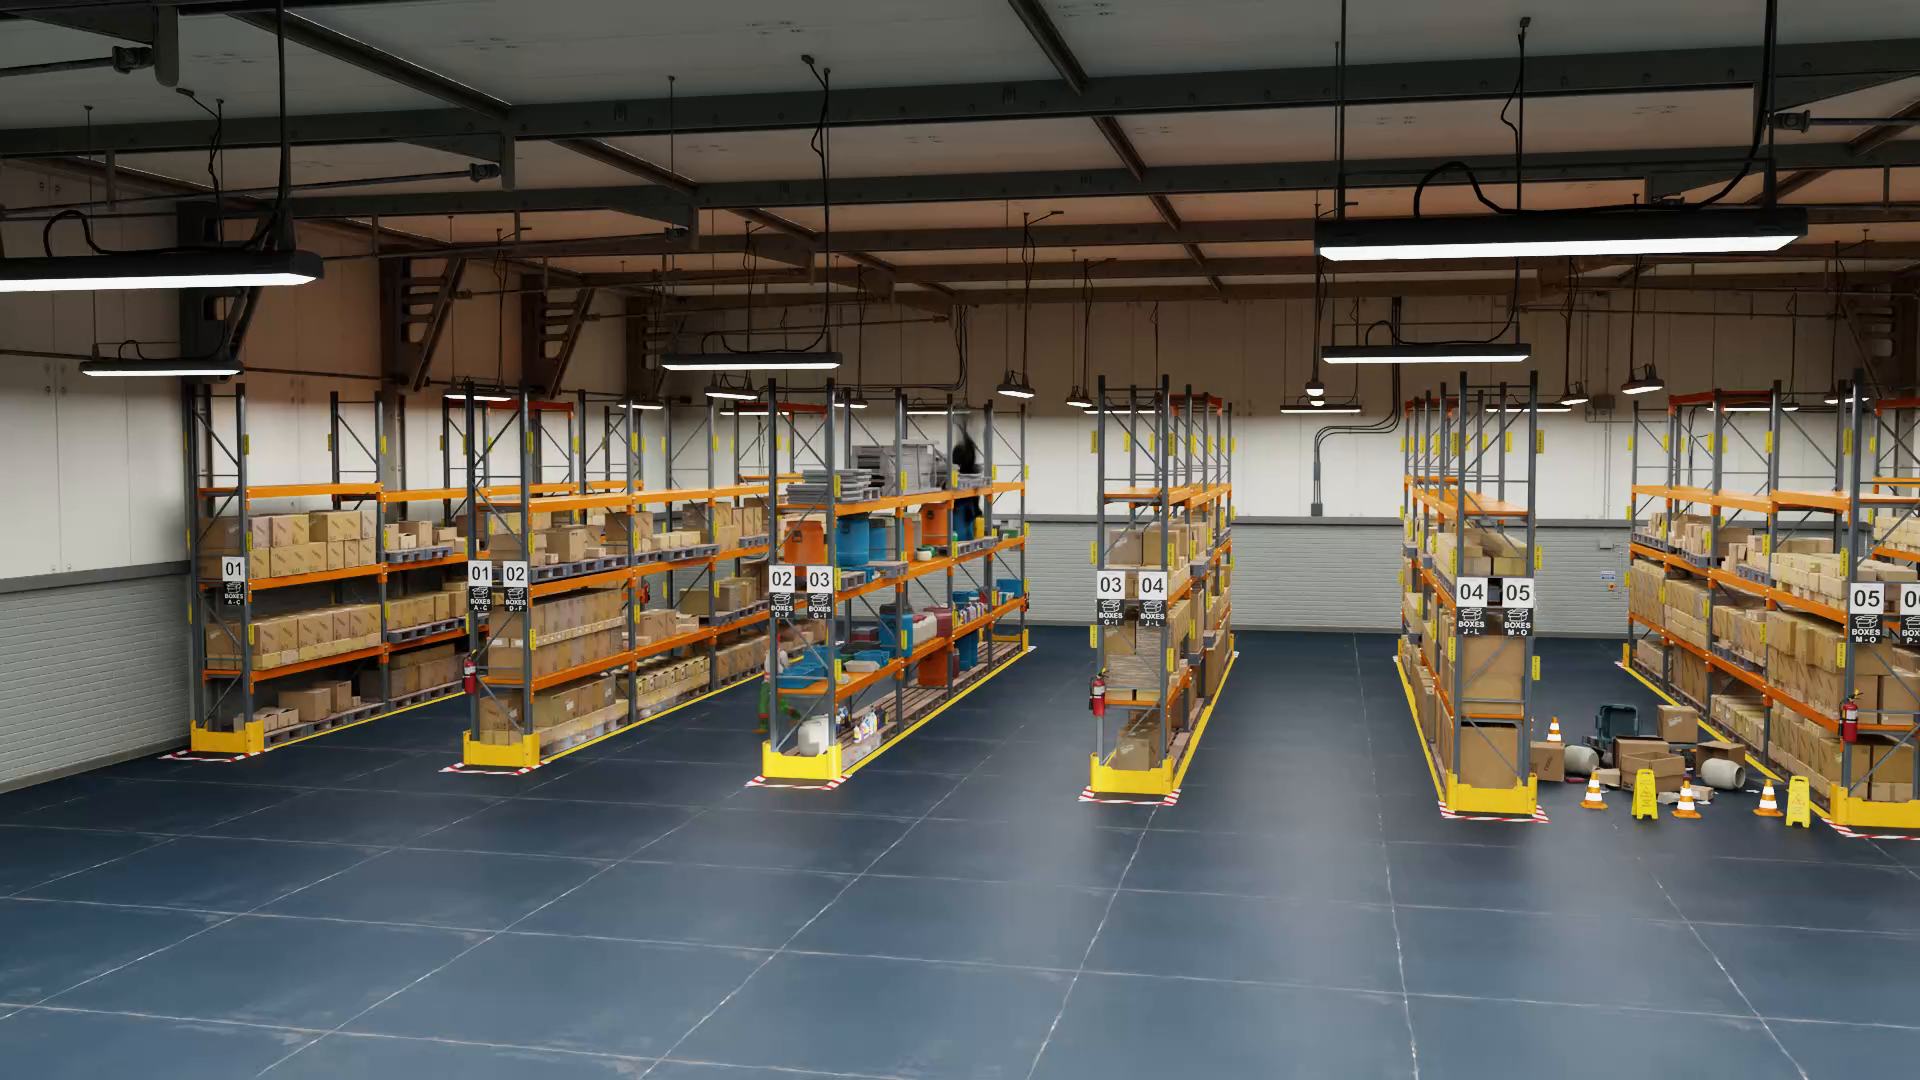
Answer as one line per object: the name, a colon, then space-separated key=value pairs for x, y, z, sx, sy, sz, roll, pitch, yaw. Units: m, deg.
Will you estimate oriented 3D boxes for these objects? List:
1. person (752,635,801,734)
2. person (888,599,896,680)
person: x=-3.187 y=2.473 z=28.838 sx=0.642 sy=1.739 sz=0.936 roll=2 pitch=4 yaw=35
person: x=-1.302 y=2.122 z=35.752 sx=0.721 sy=1.754 sz=0.920 roll=2 pitch=4 yaw=31
